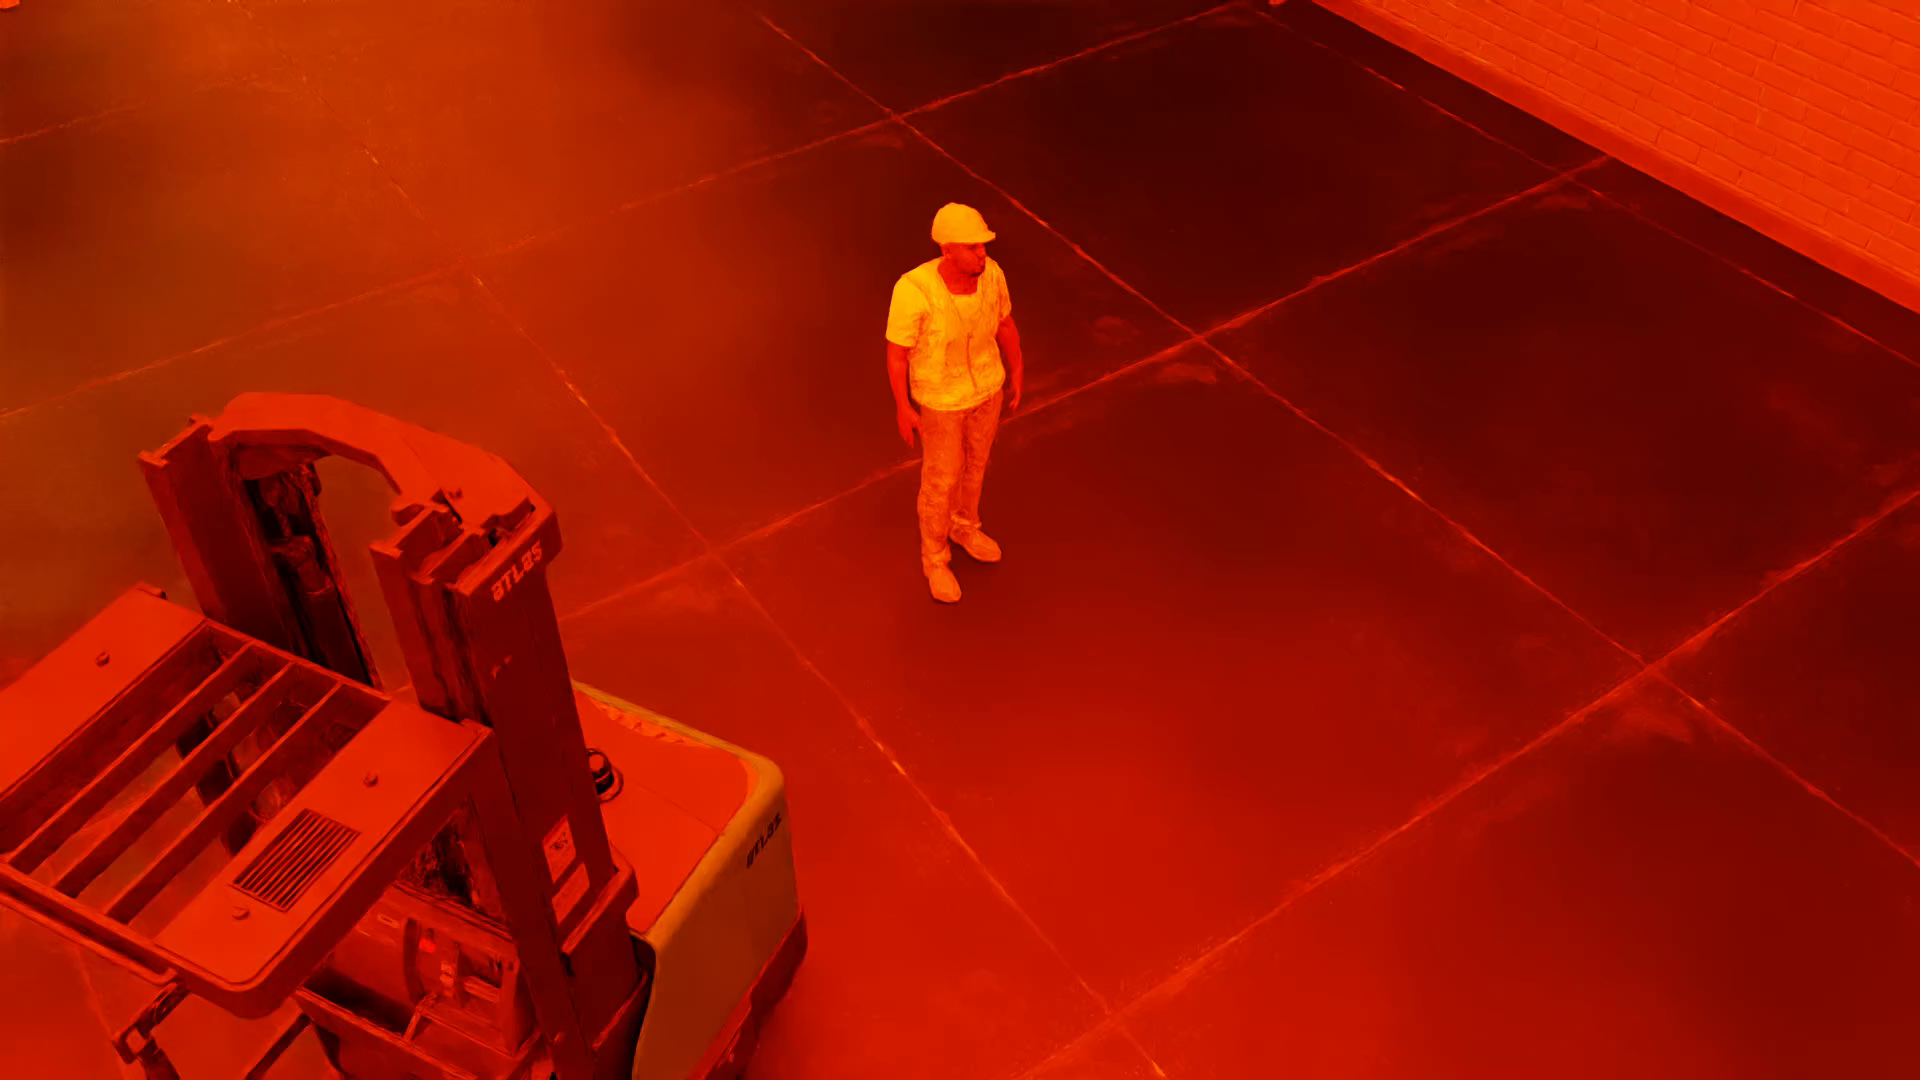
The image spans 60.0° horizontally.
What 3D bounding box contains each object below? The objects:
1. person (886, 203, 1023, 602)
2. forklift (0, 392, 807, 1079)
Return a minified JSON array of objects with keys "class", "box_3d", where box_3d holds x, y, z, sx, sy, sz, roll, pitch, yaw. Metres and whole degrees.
[{"class":"person","box_3d":[0.035,-0.614,7.231,0.665,1.766,0.576,-25,48,-25]},{"class":"forklift","box_3d":[-1.673,1.203,4.410,1.130,2.935,3.031,19,46,19]}]
